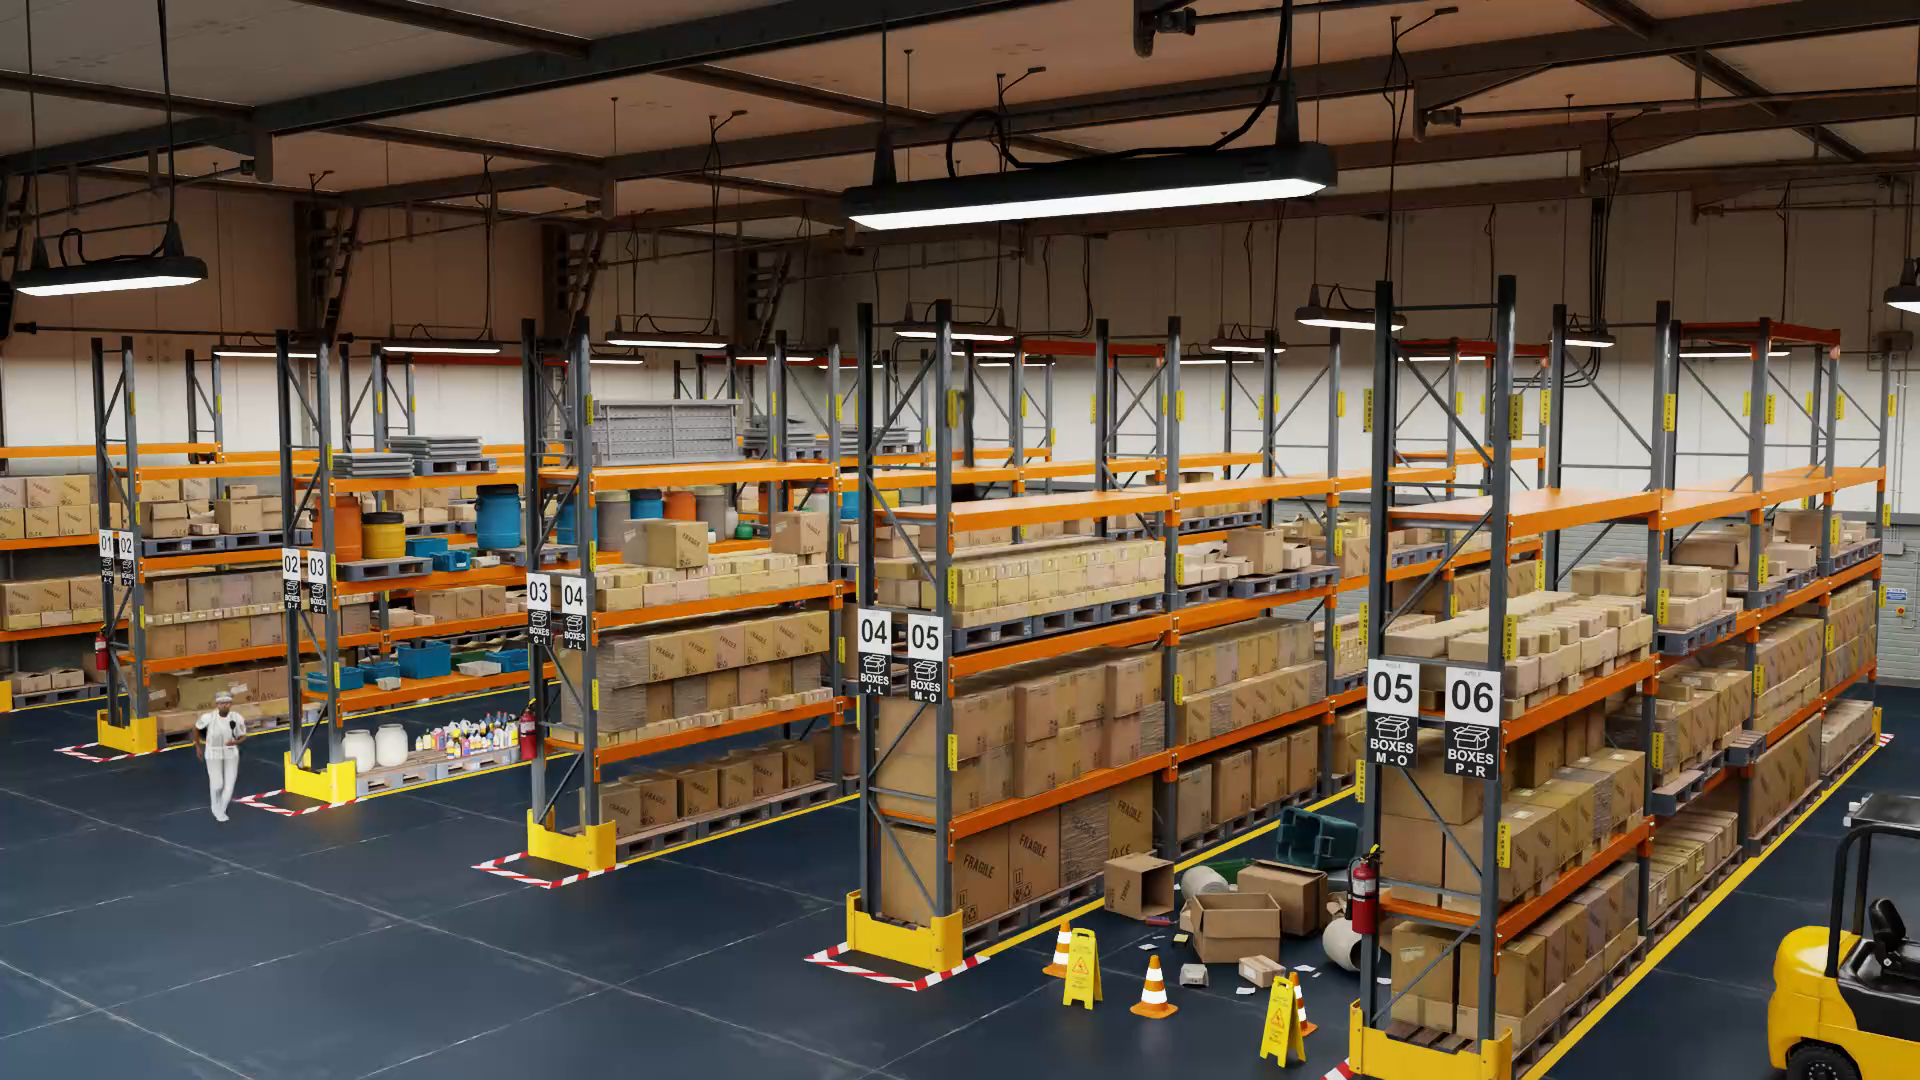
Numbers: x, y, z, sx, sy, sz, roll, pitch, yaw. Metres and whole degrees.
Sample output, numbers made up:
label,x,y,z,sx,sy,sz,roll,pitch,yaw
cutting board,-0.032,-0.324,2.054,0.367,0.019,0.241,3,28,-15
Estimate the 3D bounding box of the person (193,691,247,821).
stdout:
label,x,y,z,sx,sy,sz,roll,pitch,yaw
person,-8.839,2.601,19.905,0.560,1.615,0.686,-3,6,-31
